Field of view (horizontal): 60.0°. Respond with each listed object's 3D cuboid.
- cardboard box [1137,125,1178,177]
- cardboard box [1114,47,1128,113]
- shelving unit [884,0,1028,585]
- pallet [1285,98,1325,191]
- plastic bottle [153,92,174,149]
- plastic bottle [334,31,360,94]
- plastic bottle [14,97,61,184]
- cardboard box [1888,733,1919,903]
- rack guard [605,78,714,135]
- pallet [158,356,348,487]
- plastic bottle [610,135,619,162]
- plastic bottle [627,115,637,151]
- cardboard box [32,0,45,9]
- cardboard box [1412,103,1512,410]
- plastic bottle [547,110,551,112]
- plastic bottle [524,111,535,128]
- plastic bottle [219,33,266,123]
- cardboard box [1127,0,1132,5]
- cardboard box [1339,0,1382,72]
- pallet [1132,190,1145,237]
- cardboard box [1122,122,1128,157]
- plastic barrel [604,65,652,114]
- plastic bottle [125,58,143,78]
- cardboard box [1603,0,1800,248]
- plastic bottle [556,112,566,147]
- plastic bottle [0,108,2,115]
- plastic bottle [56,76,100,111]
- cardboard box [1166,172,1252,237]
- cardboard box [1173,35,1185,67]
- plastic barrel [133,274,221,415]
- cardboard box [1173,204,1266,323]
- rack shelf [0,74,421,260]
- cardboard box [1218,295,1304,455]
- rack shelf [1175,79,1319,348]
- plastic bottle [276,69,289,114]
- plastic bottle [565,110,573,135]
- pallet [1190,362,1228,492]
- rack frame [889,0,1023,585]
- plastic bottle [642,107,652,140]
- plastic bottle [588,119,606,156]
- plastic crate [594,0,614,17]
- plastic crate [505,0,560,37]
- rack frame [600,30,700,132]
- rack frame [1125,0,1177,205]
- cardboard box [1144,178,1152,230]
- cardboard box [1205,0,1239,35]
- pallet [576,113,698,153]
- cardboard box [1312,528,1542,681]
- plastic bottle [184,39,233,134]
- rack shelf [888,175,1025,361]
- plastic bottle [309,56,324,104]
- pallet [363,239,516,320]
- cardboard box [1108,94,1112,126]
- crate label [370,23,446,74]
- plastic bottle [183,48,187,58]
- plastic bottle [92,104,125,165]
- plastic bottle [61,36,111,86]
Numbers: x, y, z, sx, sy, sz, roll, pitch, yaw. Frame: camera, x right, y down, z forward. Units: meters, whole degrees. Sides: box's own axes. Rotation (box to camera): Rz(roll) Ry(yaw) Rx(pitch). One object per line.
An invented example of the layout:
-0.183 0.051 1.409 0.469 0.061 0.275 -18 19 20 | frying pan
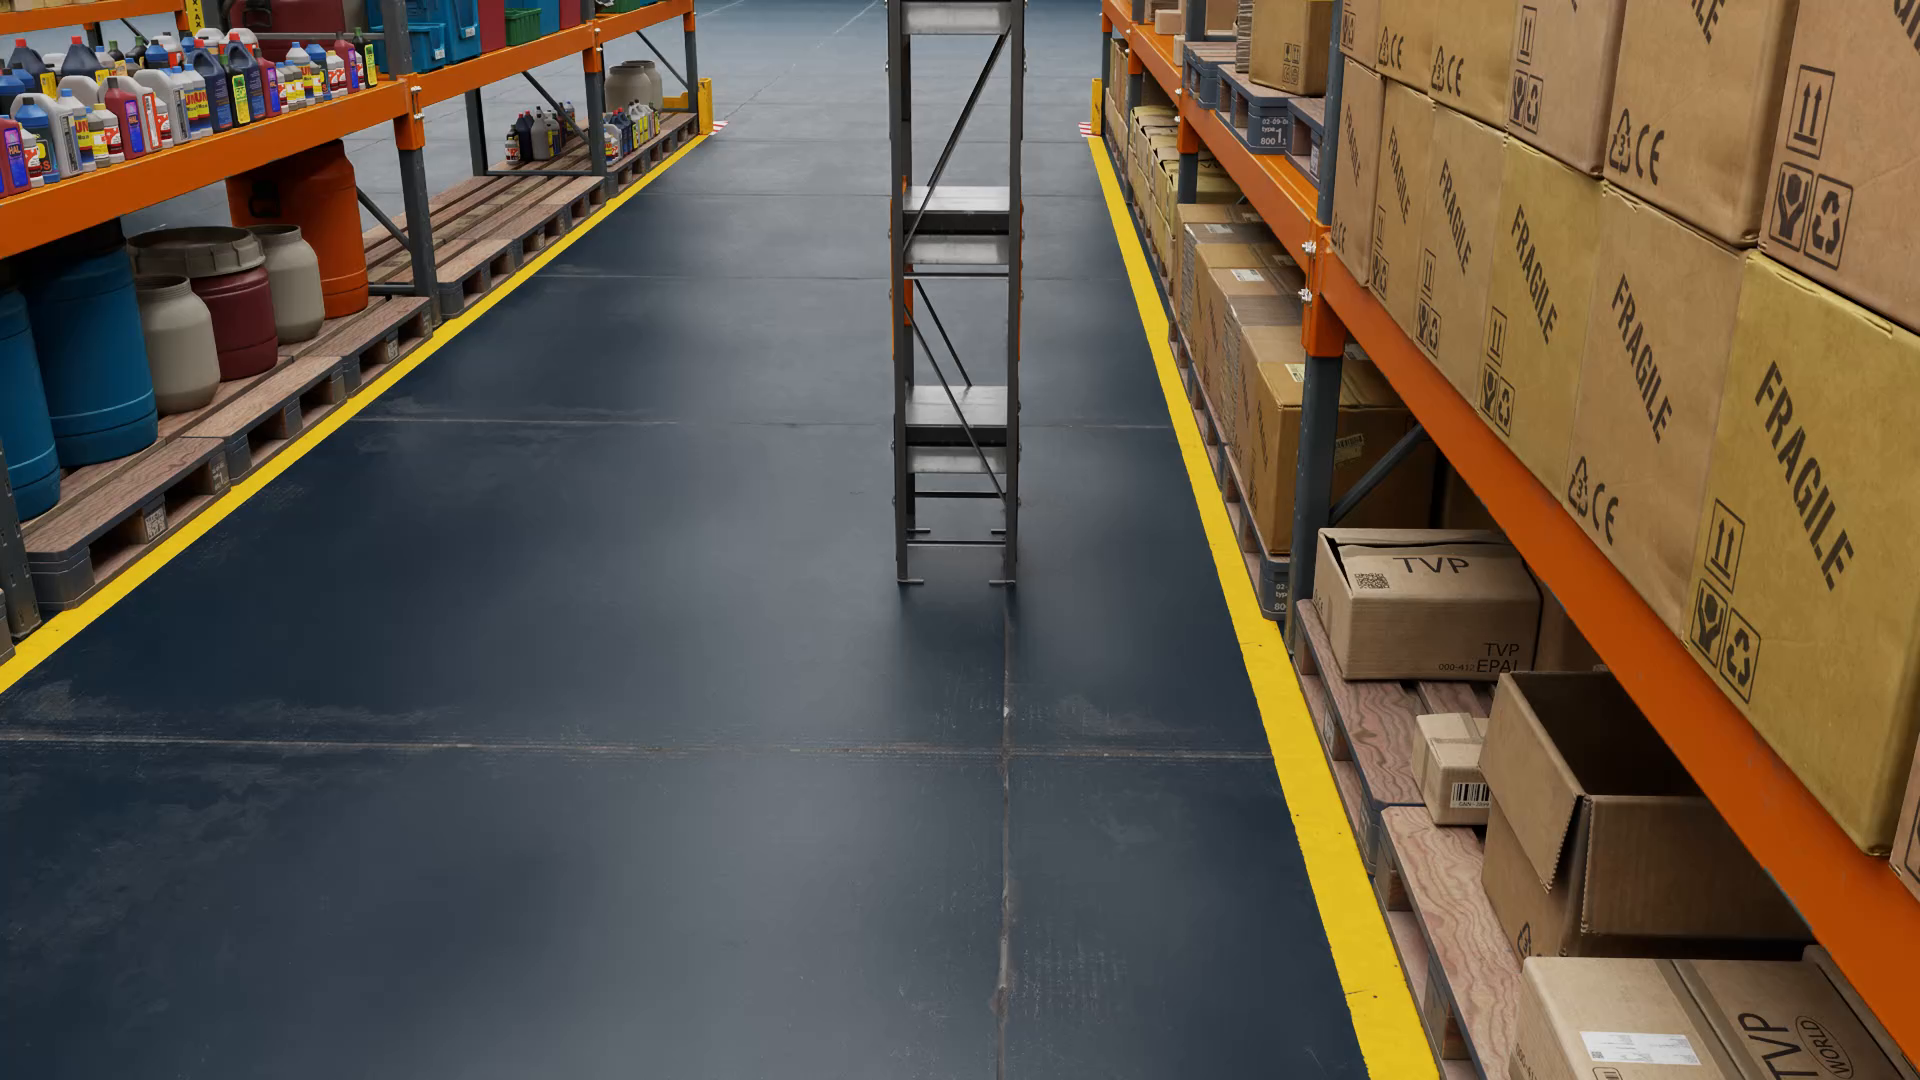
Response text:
1.458 -2.607 11.045 0.500 0.311 0.500 0 21 0 | cardboard box
1.589 -3.922 14.174 0.500 0.500 0.500 1 21 2 | cardboard box
-0.005 -0.919 5.495 0.431 2.100 0.503 1 21 2 | shelving unit
1.644 -1.252 5.374 1.003 0.211 1.213 1 21 2 | pallet
-2.986 -1.556 6.168 0.097 0.201 0.097 0 21 0 | plastic bottle
-2.911 -2.267 7.886 0.061 0.283 0.133 1 21 2 | plastic bottle
-3.010 -1.303 5.417 0.097 0.271 0.097 0 21 0 | plastic bottle
1.131 0.181 1.277 0.500 0.500 0.500 1 21 3 | cardboard box
-3.030 -4.255 16.304 1.175 0.500 0.348 1 21 2 | rack guard
-3.341 -0.530 7.103 1.003 0.211 1.213 1 21 2 | pallet
-2.743 -3.086 13.097 0.097 0.201 0.097 0 21 0 | plastic bottle
-2.705 -3.355 13.677 0.061 0.283 0.133 2 21 4 | plastic bottle
-7.827 -4.466 13.739 0.380 0.149 0.250 1 21 2 | cardboard box
1.193 -0.553 3.169 0.500 0.500 0.500 1 21 1 | cardboard box
-3.461 -3.496 14.055 0.097 0.271 0.097 0 21 0 | plastic bottle
-3.459 -3.277 13.383 0.144 0.351 0.185 0 21 -1 | plastic bottle
-2.985 -1.911 6.876 0.144 0.351 0.185 1 21 2 | plastic bottle
1.817 -4.901 14.375 0.700 0.500 0.500 1 21 2 | cardboard box
1.215 -1.399 3.967 0.500 0.500 0.500 1 21 3 | cardboard box
1.771 -2.379 11.869 1.003 0.211 1.213 1 21 2 | pallet
1.575 -3.211 13.378 0.500 0.250 0.500 1 21 2 | cardboard box
-3.034 -4.064 15.215 0.421 0.512 0.421 0 21 0 | plastic barrel
-3.704 -2.053 7.448 0.097 0.201 0.097 0 21 0 | plastic bottle
1.154 -0.654 2.048 0.500 0.500 0.500 1 21 3 | cardboard box
-3.334 -3.421 13.845 0.061 0.283 0.133 1 21 2 | plastic bottle
-3.714 -1.645 6.292 0.152 0.276 0.135 1 21 2 | plastic bottle
-3.169 -1.551 6.051 0.152 0.276 0.135 1 21 2 | plastic bottle
1.402 -1.867 9.140 0.500 0.311 0.500 1 21 3 | cardboard box
1.384 -2.711 9.216 0.380 0.149 0.250 1 21 2 | cardboard box
-3.278 -0.801 6.805 0.421 0.512 0.421 0 21 0 | plastic barrel
1.333 -1.378 8.281 0.500 0.500 0.500 2 21 4 | cardboard box
-3.379 -1.497 6.735 1.077 0.370 4.000 1 21 2 | rack shelf
1.279 -0.635 6.366 0.500 0.500 0.500 1 21 2 | cardboard box
1.572 -1.441 6.591 1.077 0.370 4.000 1 21 2 | rack shelf
-2.954 -1.941 7.159 0.097 0.201 0.097 0 21 0 | plastic bottle
-3.445 -3.659 14.573 0.097 0.201 0.097 0 21 0 | plastic bottle
1.532 -0.490 7.001 1.003 0.211 1.213 1 21 2 | pallet
-0.012 -0.831 5.267 0.400 2.100 0.015 1 21 2 | rack frame
-2.732 -3.574 14.249 0.152 0.276 0.135 0 21 0 | plastic bottle
-2.901 -3.261 13.340 0.144 0.351 0.185 1 21 2 | plastic bottle
-3.054 -4.161 12.692 0.767 0.338 0.504 1 21 2 | plastic crate
-2.919 -3.592 11.162 0.392 0.384 0.575 1 21 2 | plastic crate
-3.075 -5.448 15.924 1.000 3.000 0.127 1 21 2 | rack frame
1.754 -3.946 12.052 1.000 3.000 0.127 1 21 2 | rack frame
1.448 -2.161 10.672 0.500 0.250 0.500 1 21 3 | cardboard box
1.667 -3.153 9.871 0.500 0.500 0.500 0 21 -1 | cardboard box
-3.060 -3.826 15.599 1.003 0.211 1.213 1 21 2 | pallet
1.282 0.144 4.619 0.500 0.311 0.500 1 21 2 | cardboard box
-2.995 -1.796 6.580 0.144 0.351 0.185 1 21 2 | plastic bottle
-0.005 -0.906 5.500 0.431 0.518 0.480 1 21 2 | rack shelf
-2.942 -2.081 7.521 0.097 0.201 0.097 0 21 0 | plastic bottle
-3.256 -1.535 9.694 1.003 0.211 1.213 1 21 2 | pallet
1.626 -3.934 15.242 0.500 0.250 0.500 1 21 2 | cardboard box
-2.931 -2.626 8.881 0.303 0.233 0.416 1 21 2 | crate label
-3.688 -2.233 7.913 0.097 0.201 0.097 0 21 0 | plastic bottle
-2.997 -1.424 5.827 0.097 0.201 0.097 0 21 0 | plastic bottle
-3.549 -1.868 6.764 0.144 0.351 0.185 1 21 2 | plastic bottle
